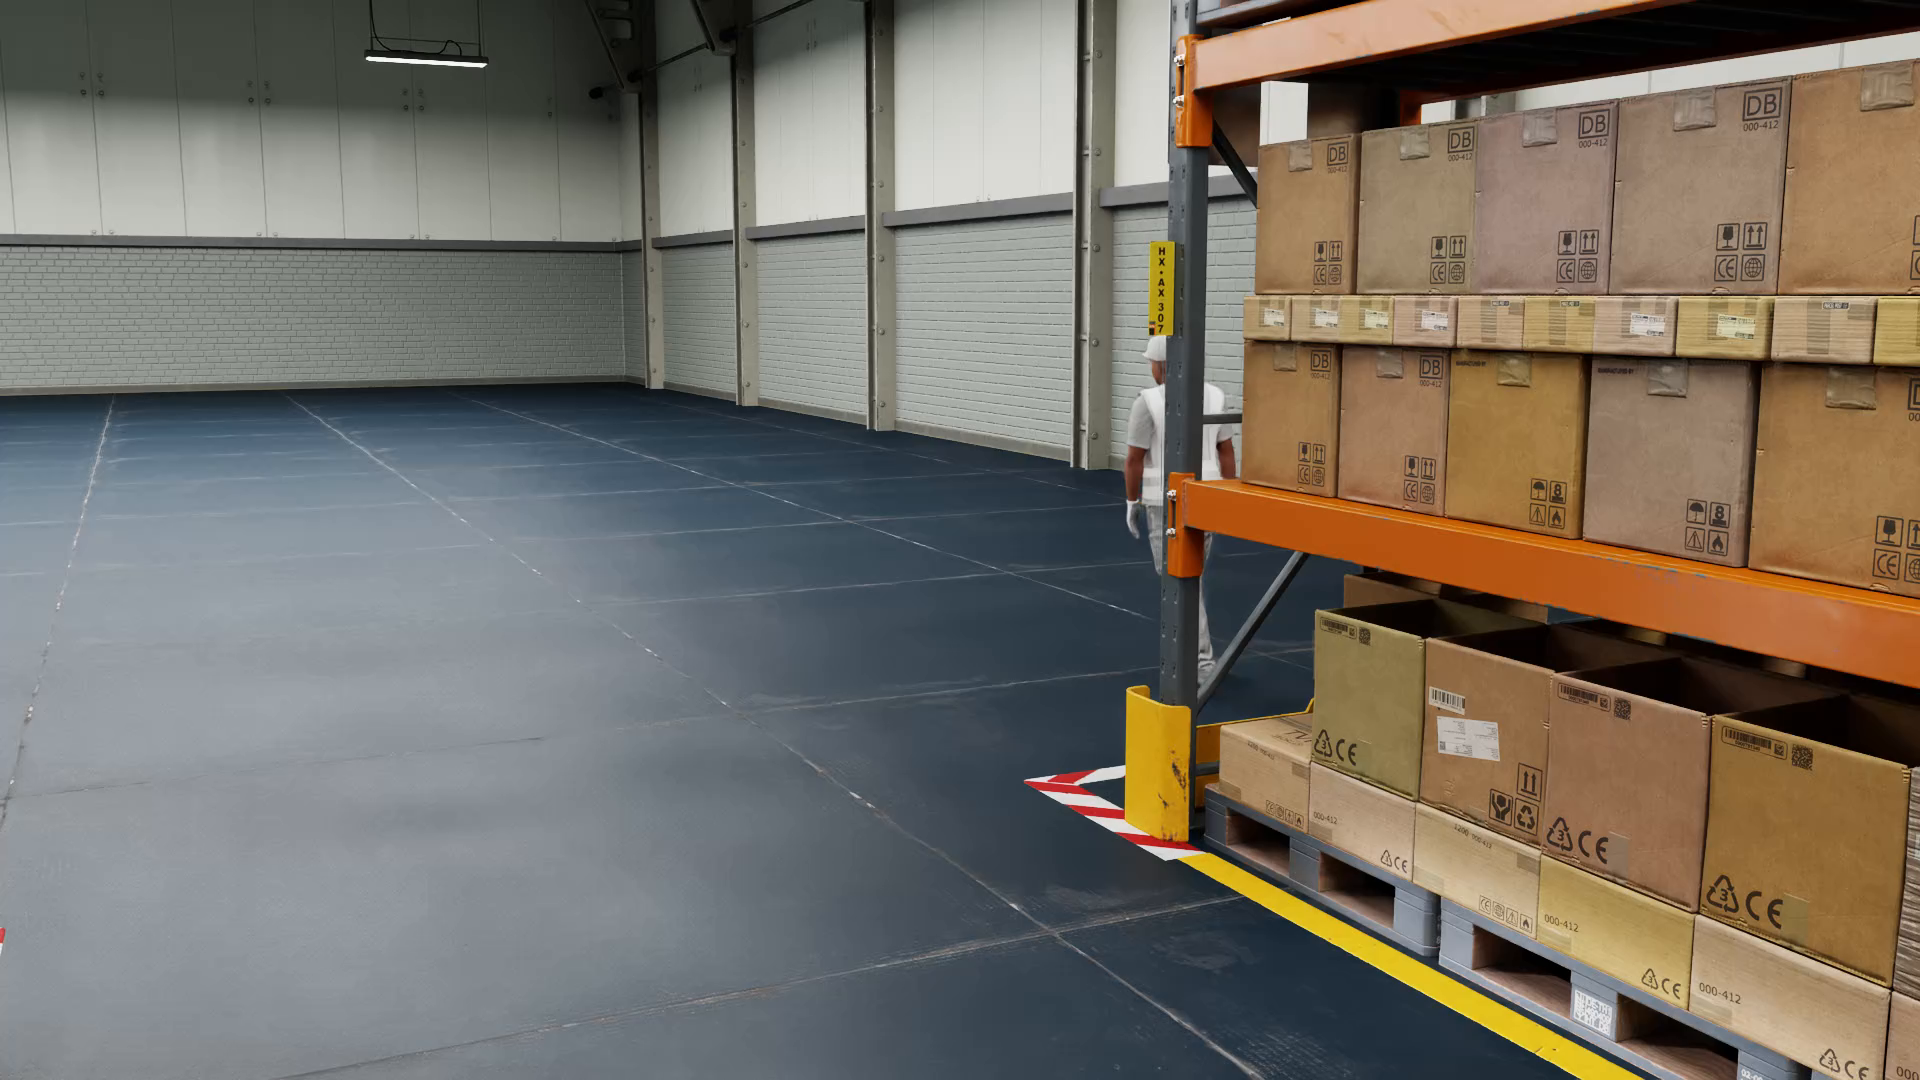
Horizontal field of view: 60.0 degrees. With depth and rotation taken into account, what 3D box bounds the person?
[{"bbox_3d":[1.104,-0.179,8.437,0.608,1.769,0.829,-4,9,-26],"label":"person"}]
